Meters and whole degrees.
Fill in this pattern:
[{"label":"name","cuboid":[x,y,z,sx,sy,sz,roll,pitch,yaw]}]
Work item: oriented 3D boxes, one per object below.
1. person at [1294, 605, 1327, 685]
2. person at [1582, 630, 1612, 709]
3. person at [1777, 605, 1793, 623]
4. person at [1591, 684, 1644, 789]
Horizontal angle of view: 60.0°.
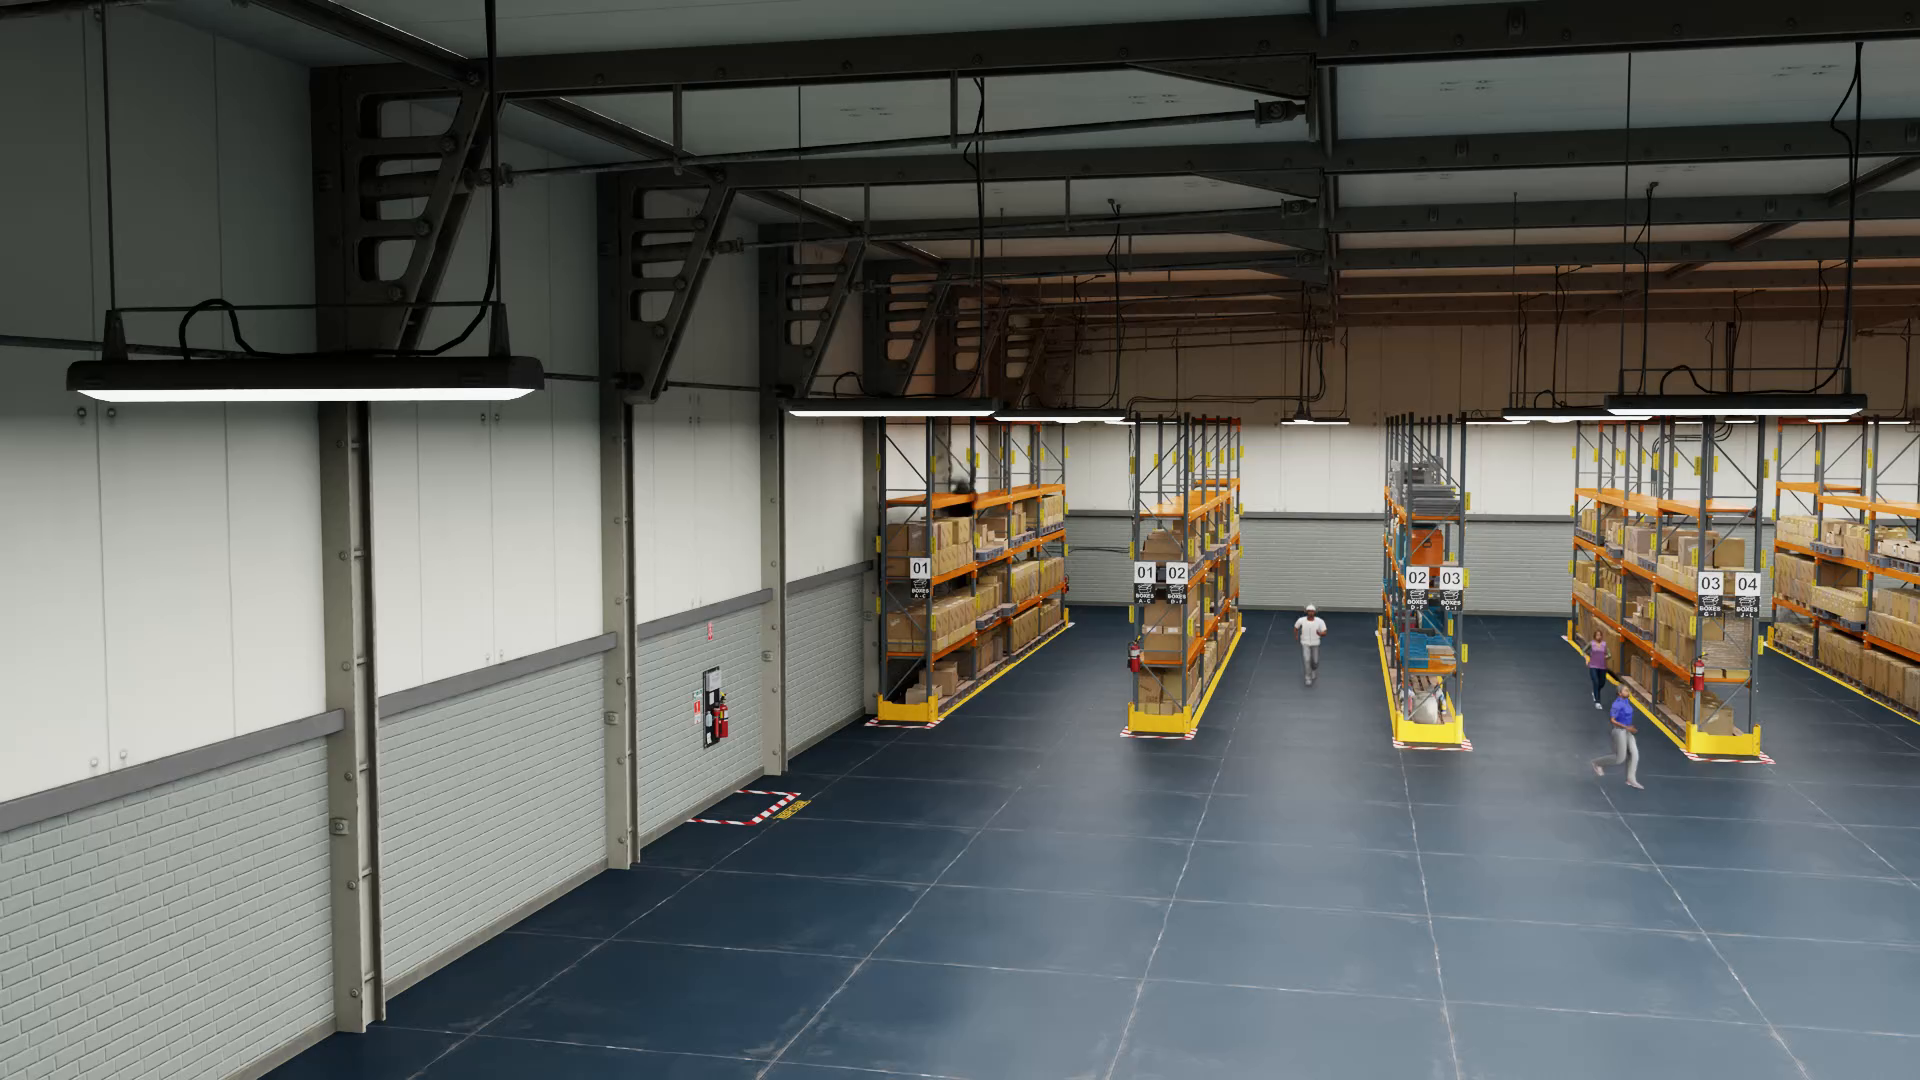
[{"label":"person","cuboid":[7.820,2.321,37.112,0.710,1.747,0.968,1,4,8]},{"label":"person","cuboid":[13.014,2.618,33.967,0.543,1.576,0.877,0,4,6]},{"label":"person","cuboid":[22.153,1.868,44.614,0.680,1.742,0.553,0,4,-1]},{"label":"person","cuboid":[10.554,3.120,26.617,0.827,1.653,0.588,4,5,43]}]
